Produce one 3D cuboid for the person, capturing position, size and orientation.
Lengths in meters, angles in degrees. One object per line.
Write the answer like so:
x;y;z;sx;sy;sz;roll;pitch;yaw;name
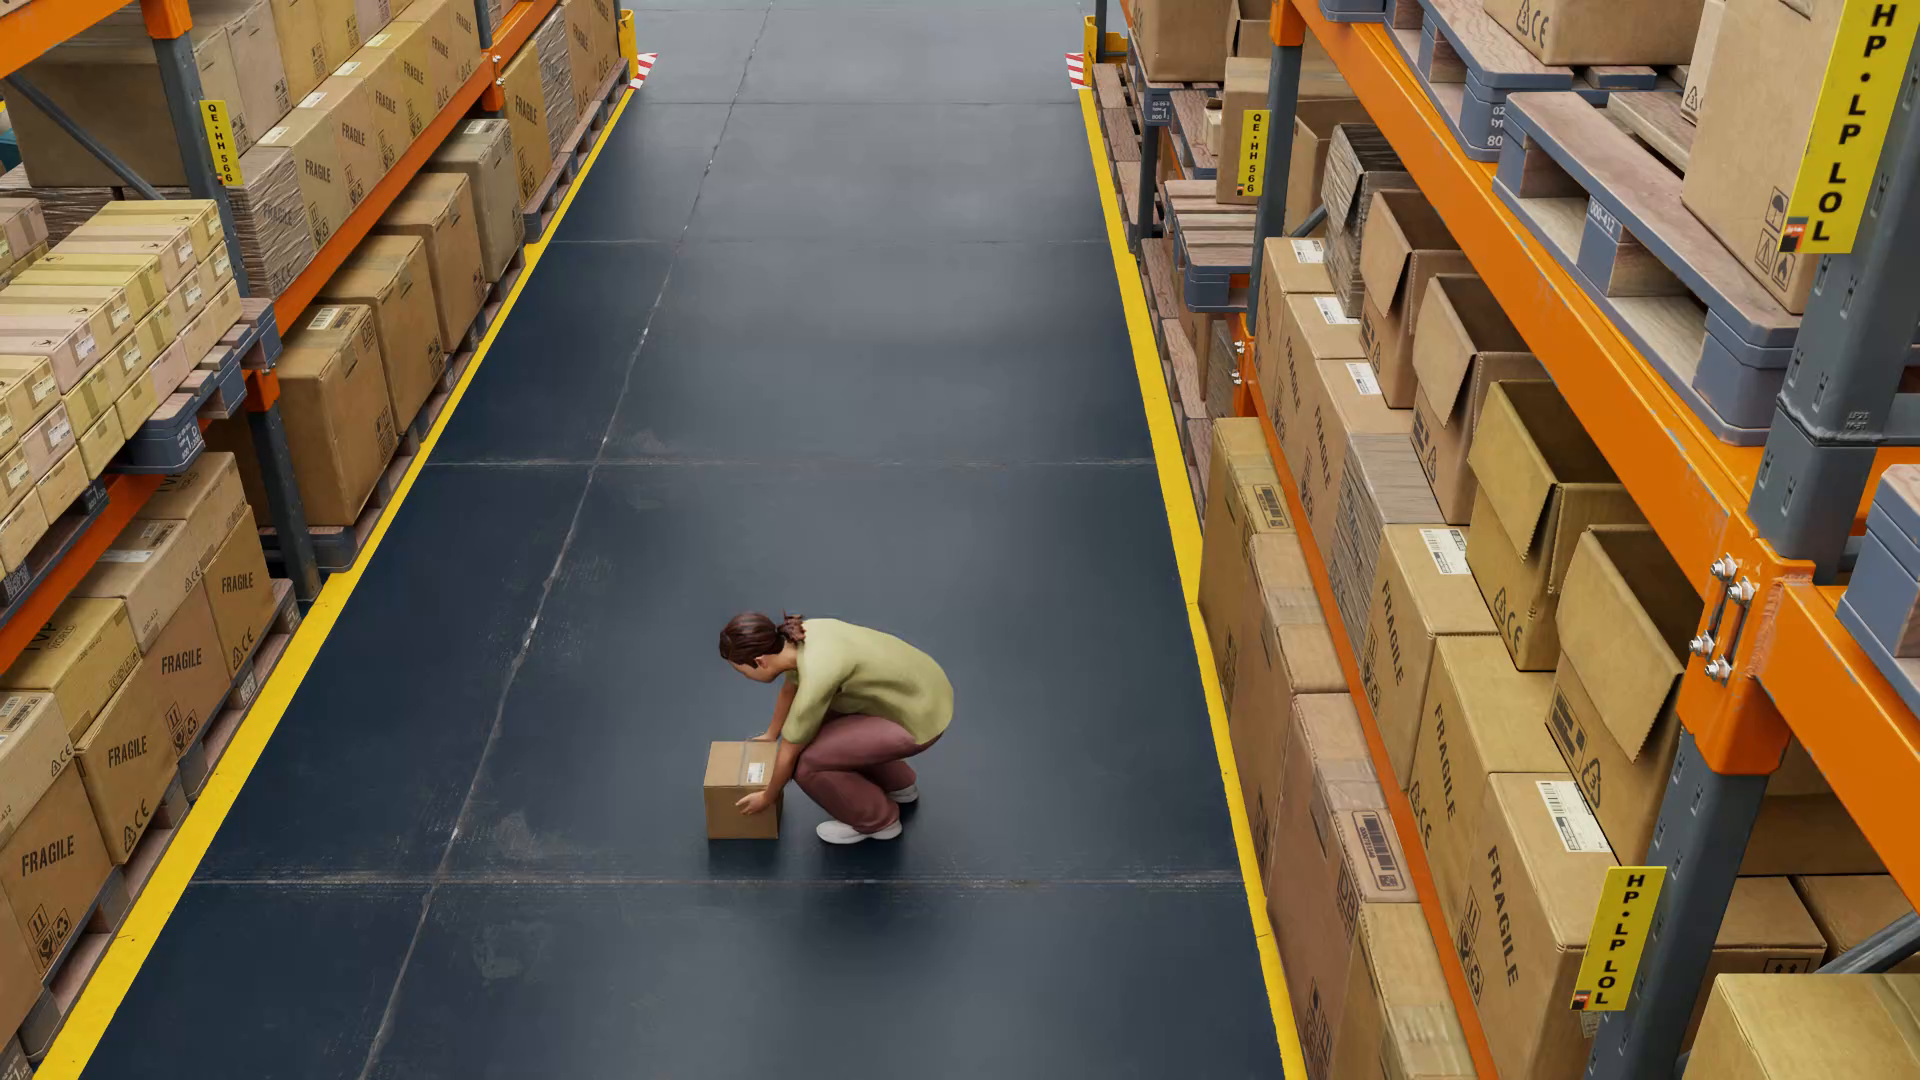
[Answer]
-0.524;0.550;5.807;0.870;1.086;0.413;-1;32;-2;person
